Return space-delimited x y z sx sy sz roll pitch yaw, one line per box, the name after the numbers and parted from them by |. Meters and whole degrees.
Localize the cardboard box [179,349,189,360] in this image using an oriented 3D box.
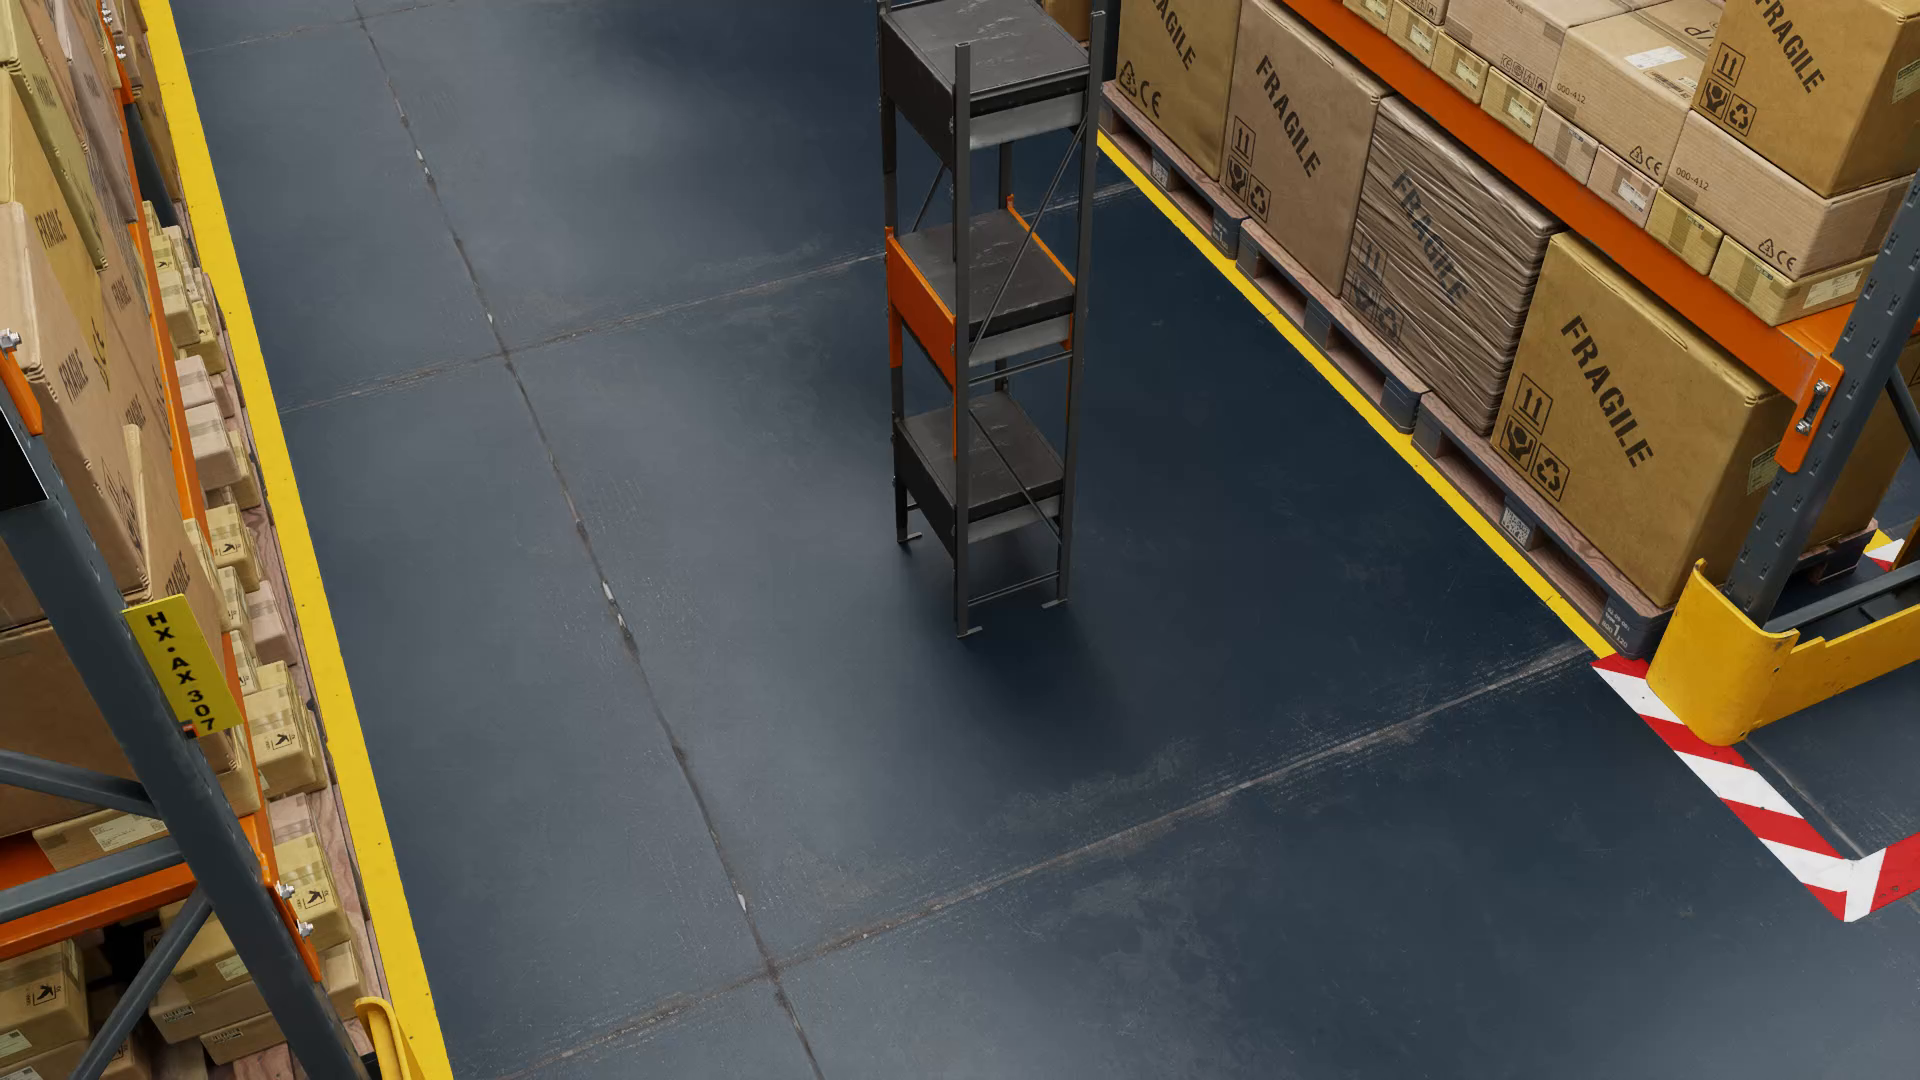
-2.779 -0.474 5.614 0.380 0.149 0.250 -18 47 -17 | cardboard box

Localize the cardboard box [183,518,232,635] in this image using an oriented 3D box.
-1.837 0.135 3.657 0.380 0.149 0.250 -19 48 -19 | cardboard box

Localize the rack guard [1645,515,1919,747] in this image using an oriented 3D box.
2.764 0.190 5.201 1.175 0.500 0.348 -18 47 -17 | rack guard

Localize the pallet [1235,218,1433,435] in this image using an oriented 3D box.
1.838 -0.985 6.598 1.003 0.211 1.213 -18 47 -17 | pallet

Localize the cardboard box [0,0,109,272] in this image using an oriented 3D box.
-2.153 -0.834 3.465 0.500 0.500 0.500 -19 48 -18 | cardboard box

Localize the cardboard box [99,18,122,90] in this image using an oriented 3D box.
-2.931 -1.529 5.343 0.380 0.149 0.250 -19 48 -18 | cardboard box

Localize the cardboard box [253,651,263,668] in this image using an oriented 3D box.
-2.215 0.494 4.844 0.380 0.149 0.250 -18 47 -17 | cardboard box

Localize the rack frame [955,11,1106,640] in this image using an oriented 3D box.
0.172 -0.486 4.748 0.400 2.100 0.015 -18 47 -17 | rack frame

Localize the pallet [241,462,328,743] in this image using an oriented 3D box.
-2.639 0.325 5.270 1.003 0.211 1.213 -18 47 -17 | pallet

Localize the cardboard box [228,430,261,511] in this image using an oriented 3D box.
-2.561 -0.189 5.537 0.380 0.149 0.250 -18 47 -17 | cardboard box

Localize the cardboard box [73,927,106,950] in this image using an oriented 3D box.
-2.295 0.900 4.010 0.380 0.149 0.250 -17 47 -17 | cardboard box

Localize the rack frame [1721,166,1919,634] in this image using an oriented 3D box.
2.754 -0.715 4.339 1.000 3.000 0.127 -18 47 -17 | rack frame

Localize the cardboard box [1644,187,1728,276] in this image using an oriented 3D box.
2.195 -0.920 4.726 0.380 0.149 0.250 -18 47 -17 | cardboard box

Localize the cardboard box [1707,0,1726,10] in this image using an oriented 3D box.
2.573 -1.482 5.011 0.500 0.250 0.500 -19 48 -18 | cardboard box

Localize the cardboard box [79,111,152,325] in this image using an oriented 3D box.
-2.389 -0.796 4.138 0.500 0.500 0.500 -19 48 -18 | cardboard box

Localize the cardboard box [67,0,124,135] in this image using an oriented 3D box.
-2.794 -1.449 4.800 0.500 0.500 0.500 -19 48 -18 | cardboard box

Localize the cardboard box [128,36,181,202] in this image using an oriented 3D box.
-3.541 -1.672 6.790 0.500 0.500 0.500 -16 47 -16 | cardboard box

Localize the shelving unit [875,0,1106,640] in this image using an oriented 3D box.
0.070 -0.642 4.906 0.431 2.100 0.503 -18 47 -17 | shelving unit

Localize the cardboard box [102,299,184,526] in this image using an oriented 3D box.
-1.975 -0.157 3.490 0.500 0.500 0.500 -18 47 -17 | cardboard box

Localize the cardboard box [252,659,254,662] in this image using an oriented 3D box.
-2.230 0.378 4.750 0.380 0.149 0.250 -20 48 -19 | cardboard box

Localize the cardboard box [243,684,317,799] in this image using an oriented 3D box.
-1.915 0.567 4.347 0.380 0.149 0.250 -18 47 -18 | cardboard box

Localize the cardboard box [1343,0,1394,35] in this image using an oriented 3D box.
1.552 -1.895 5.713 0.380 0.149 0.250 -19 48 -19 | cardboard box

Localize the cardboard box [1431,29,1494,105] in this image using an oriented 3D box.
1.765 -1.570 5.385 0.380 0.149 0.250 -18 47 -17 | cardboard box

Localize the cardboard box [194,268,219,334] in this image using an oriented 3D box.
-2.997 -0.849 6.205 0.380 0.149 0.250 -17 47 -17 | cardboard box

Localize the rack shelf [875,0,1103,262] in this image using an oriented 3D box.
0.070 -1.130 4.424 0.431 0.518 0.480 -18 47 -17 | rack shelf

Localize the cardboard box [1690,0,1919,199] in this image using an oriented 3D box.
2.311 -1.267 4.259 0.500 0.500 0.500 -17 47 -17 | cardboard box

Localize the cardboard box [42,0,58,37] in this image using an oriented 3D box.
-2.603 -1.483 4.122 0.500 0.500 0.500 -17 47 -16 | cardboard box

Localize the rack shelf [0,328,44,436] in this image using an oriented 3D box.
-2.630 -1.400 3.410 1.077 0.370 4.000 -18 47 -17 | rack shelf

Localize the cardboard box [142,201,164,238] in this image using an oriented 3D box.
-3.085 -1.060 5.996 0.380 0.149 0.250 -17 47 -16 | cardboard box

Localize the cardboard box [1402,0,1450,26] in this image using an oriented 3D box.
1.660 -1.976 5.512 0.500 0.250 0.500 -18 47 -17 | cardboard box

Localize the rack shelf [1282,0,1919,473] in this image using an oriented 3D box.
1.913 -1.733 5.883 1.077 0.370 4.000 -18 47 -17 | rack shelf

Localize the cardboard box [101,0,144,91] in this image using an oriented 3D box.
-3.542 -1.939 6.526 0.500 0.250 0.500 -20 48 -19 | cardboard box

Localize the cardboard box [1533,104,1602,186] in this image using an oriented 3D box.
1.986 -1.240 5.050 0.380 0.149 0.250 -17 47 -17 | cardboard box

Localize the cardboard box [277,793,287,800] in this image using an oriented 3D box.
-2.013 0.824 4.510 0.380 0.149 0.250 -18 47 -17 | cardboard box

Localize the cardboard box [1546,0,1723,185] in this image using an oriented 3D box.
2.097 -1.321 4.848 0.500 0.250 0.500 -19 48 -18 | cardboard box

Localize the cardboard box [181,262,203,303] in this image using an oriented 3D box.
-2.925 -0.828 5.973 0.380 0.149 0.250 -20 48 -19 | cardboard box

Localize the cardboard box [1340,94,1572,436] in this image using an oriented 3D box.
2.030 -1.072 5.914 0.875 0.875 0.875 -18 47 -17 | cardboard box

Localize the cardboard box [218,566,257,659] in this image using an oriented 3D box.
-2.203 0.253 4.665 0.380 0.149 0.250 -16 47 -16 | cardboard box

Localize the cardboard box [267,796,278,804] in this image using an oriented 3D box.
-2.023 0.714 4.409 0.380 0.149 0.250 -17 47 -17 | cardboard box

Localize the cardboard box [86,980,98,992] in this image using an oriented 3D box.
-2.399 1.143 4.186 0.380 0.149 0.250 -17 47 -16 | cardboard box

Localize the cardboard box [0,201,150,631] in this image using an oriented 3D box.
-1.737 -0.176 2.798 0.500 0.500 0.500 -18 47 -18 | cardboard box

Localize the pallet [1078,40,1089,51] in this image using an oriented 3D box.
0.679 -2.741 8.377 1.003 0.211 1.213 -18 47 -17 | pallet

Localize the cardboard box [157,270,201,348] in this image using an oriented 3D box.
-2.830 -0.752 5.684 0.380 0.149 0.250 -18 48 -18 | cardboard box

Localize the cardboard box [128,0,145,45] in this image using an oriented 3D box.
-3.997 -2.339 7.465 0.500 0.500 0.500 -17 47 -17 | cardboard box

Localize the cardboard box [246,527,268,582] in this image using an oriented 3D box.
-2.381 0.141 5.202 0.380 0.149 0.250 -18 47 -17 | cardboard box

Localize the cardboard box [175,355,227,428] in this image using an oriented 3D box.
-2.594 -0.419 5.346 0.380 0.149 0.250 -20 48 -19 | cardboard box

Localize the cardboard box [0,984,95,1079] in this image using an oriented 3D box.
-2.270 1.193 3.924 0.380 0.149 0.250 -19 48 -18 | cardboard box

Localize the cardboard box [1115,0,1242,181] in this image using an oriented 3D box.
1.277 -2.213 7.071 0.875 0.875 0.875 -18 47 -17 | cardboard box

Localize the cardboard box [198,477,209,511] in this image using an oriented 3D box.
-2.465 -0.060 4.982 0.380 0.149 0.250 -18 47 -17 | cardboard box

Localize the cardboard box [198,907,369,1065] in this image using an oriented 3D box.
-1.718 1.123 4.207 0.380 0.149 0.250 -17 47 -17 | cardboard box

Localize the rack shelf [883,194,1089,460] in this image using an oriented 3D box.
0.070 -0.632 4.915 0.431 0.518 0.480 -18 47 -17 | rack shelf

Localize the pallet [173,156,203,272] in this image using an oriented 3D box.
-3.799 -1.366 6.985 1.003 0.211 1.213 -18 47 -17 | pallet

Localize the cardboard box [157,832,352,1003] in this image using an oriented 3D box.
-1.701 0.905 4.004 0.380 0.149 0.250 -20 48 -19 | cardboard box

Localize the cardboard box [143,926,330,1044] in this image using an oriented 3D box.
-1.776 1.035 4.084 0.380 0.149 0.250 -16 47 -16 | cardboard box

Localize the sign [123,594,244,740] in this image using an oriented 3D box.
-1.296 0.217 2.778 0.100 0.325 0.005 -18 47 -17 | sign
